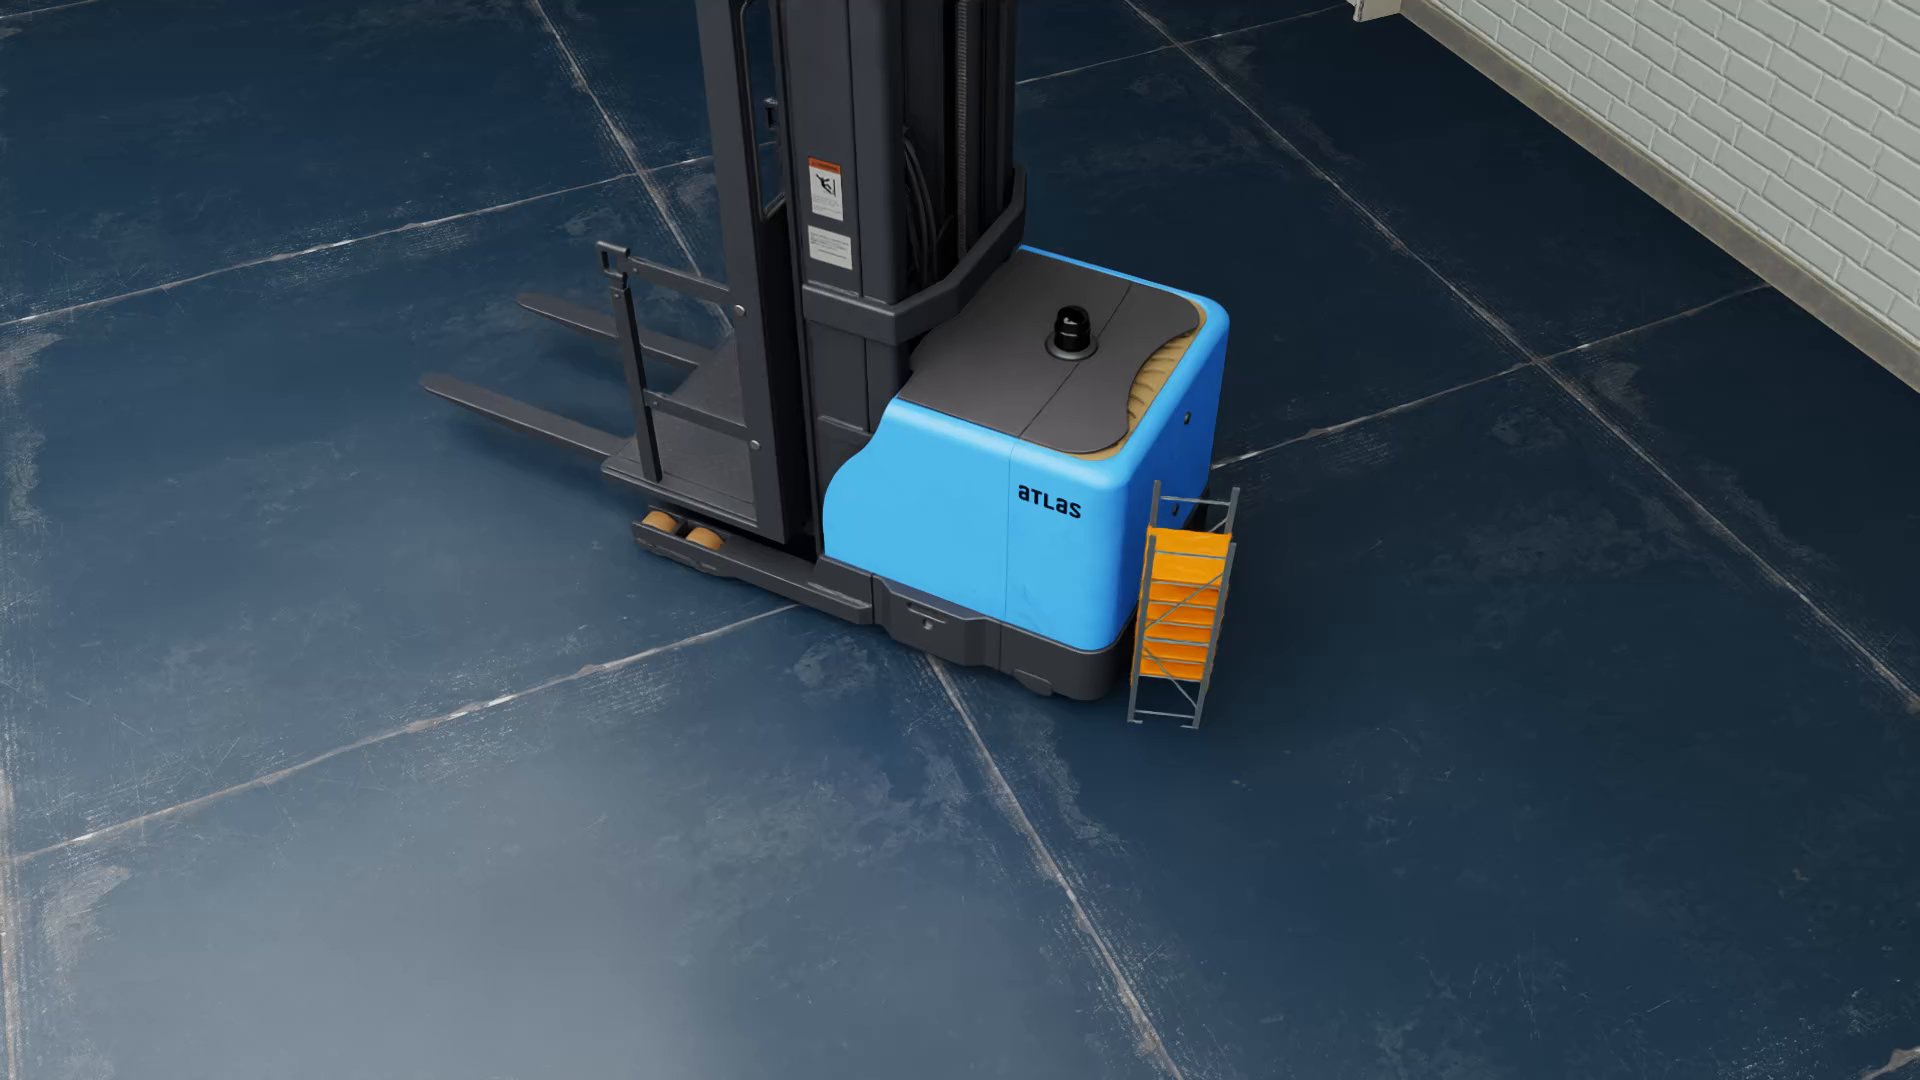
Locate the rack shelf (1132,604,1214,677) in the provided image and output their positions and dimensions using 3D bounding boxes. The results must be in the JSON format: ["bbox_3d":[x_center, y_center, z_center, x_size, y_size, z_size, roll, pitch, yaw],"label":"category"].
[{"bbox_3d":[0.682,0.319,5.291,0.258,0.103,0.180,6,59,6],"label":"rack shelf"}]

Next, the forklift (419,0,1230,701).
[{"bbox_3d":[-0.639,-1.234,5.414,3.031,2.935,1.130,20,48,19],"label":"forklift"}]

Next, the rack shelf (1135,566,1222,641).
[{"bbox_3d":[0.674,0.194,5.086,0.258,0.103,0.180,6,59,6],"label":"rack shelf"}]

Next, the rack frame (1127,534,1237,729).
[{"bbox_3d":[0.664,0.311,5.104,0.240,1.200,0.006,6,59,6],"label":"rack frame"}]

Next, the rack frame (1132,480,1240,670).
[{"bbox_3d":[0.689,0.156,5.197,0.240,1.200,0.006,6,59,6],"label":"rack frame"}]

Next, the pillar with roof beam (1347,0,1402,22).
[{"bbox_3d":[-1.663,-4.945,4.854,9.100,9.000,0.400,-18,47,-17],"label":"pillar with roof beam"}]

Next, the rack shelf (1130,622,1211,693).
[{"bbox_3d":[0.686,0.382,5.393,0.258,0.103,0.180,6,59,6],"label":"rack shelf"}]

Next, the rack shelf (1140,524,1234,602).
[{"bbox_3d":[0.665,0.069,4.881,0.258,0.103,0.180,6,59,6],"label":"rack shelf"}]

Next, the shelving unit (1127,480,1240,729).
[{"bbox_3d":[0.676,0.233,5.151,0.258,1.200,0.189,6,59,6],"label":"shelving unit"}]

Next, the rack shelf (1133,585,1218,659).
[{"bbox_3d":[0.678,0.257,5.188,0.258,0.103,0.180,6,59,6],"label":"rack shelf"}]

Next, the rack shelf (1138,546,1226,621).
[{"bbox_3d":[0.669,0.132,4.984,0.258,0.103,0.180,6,59,6],"label":"rack shelf"}]
